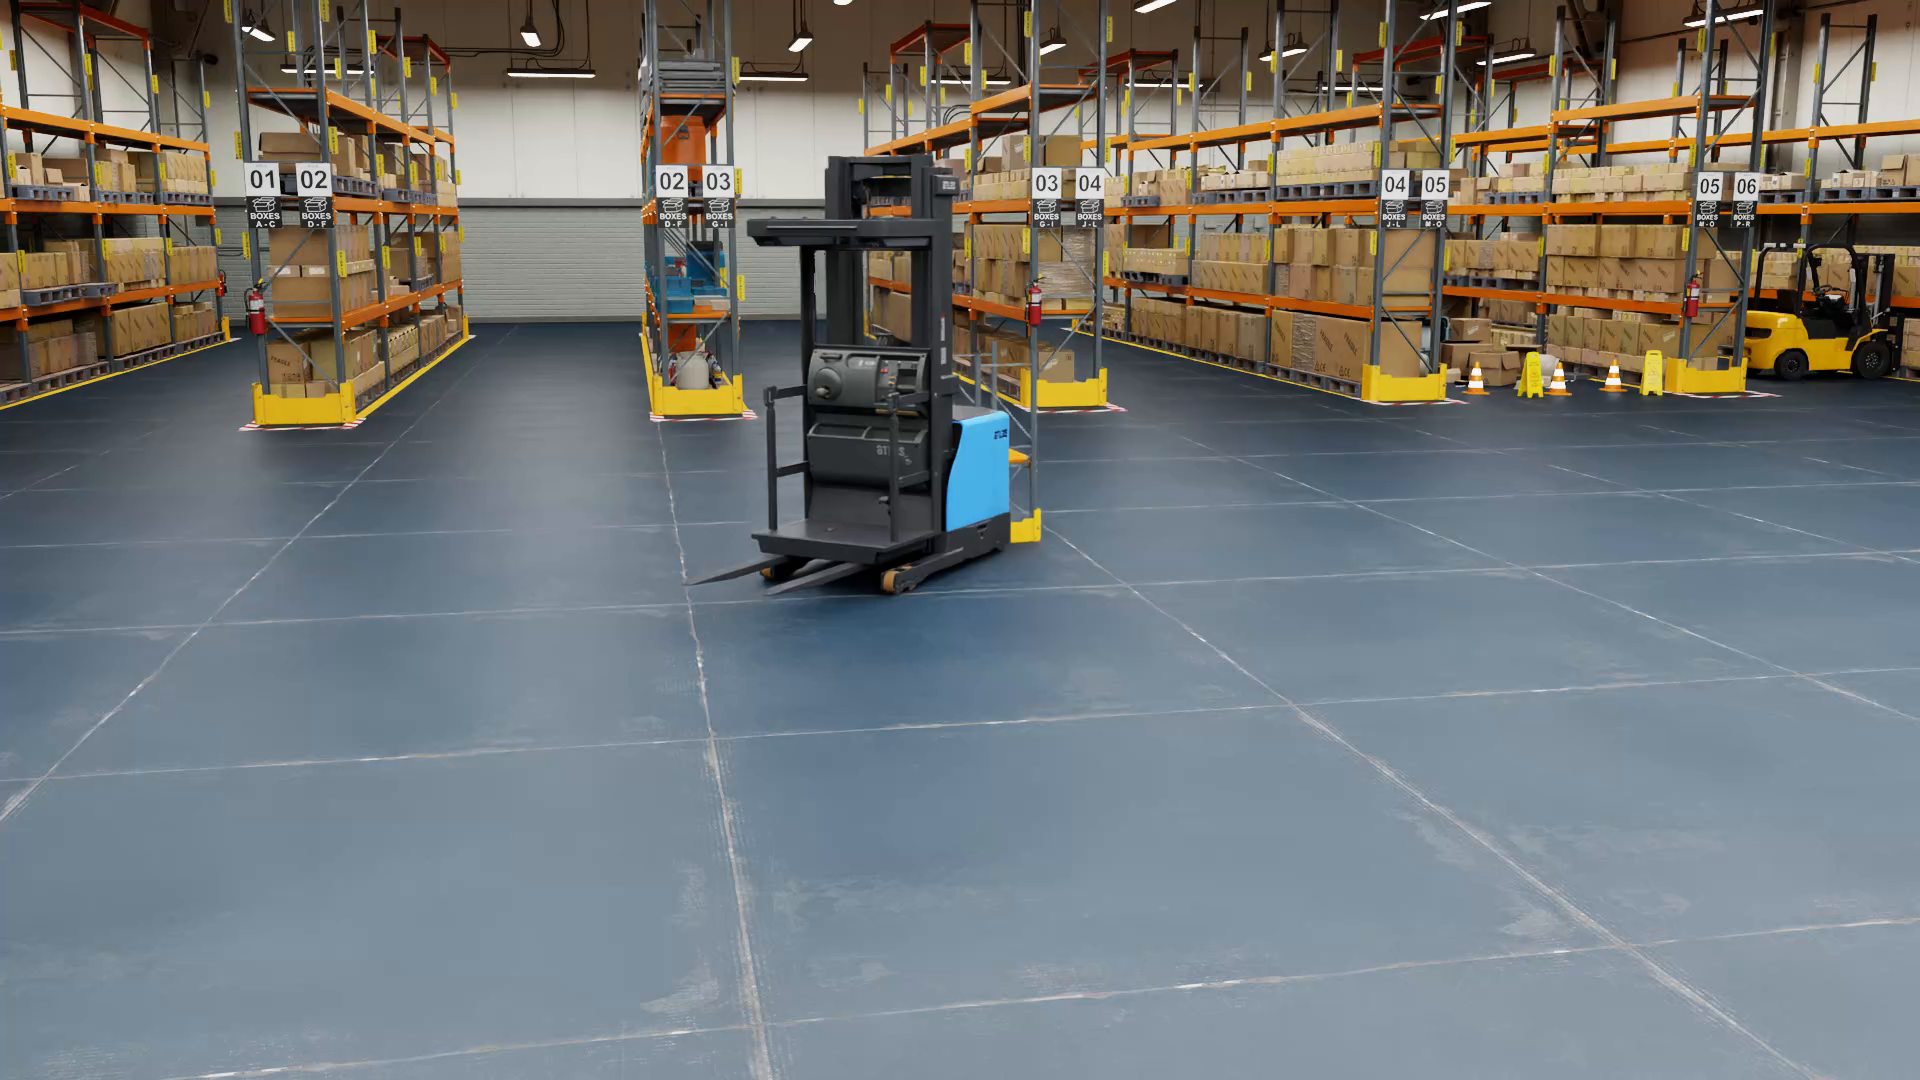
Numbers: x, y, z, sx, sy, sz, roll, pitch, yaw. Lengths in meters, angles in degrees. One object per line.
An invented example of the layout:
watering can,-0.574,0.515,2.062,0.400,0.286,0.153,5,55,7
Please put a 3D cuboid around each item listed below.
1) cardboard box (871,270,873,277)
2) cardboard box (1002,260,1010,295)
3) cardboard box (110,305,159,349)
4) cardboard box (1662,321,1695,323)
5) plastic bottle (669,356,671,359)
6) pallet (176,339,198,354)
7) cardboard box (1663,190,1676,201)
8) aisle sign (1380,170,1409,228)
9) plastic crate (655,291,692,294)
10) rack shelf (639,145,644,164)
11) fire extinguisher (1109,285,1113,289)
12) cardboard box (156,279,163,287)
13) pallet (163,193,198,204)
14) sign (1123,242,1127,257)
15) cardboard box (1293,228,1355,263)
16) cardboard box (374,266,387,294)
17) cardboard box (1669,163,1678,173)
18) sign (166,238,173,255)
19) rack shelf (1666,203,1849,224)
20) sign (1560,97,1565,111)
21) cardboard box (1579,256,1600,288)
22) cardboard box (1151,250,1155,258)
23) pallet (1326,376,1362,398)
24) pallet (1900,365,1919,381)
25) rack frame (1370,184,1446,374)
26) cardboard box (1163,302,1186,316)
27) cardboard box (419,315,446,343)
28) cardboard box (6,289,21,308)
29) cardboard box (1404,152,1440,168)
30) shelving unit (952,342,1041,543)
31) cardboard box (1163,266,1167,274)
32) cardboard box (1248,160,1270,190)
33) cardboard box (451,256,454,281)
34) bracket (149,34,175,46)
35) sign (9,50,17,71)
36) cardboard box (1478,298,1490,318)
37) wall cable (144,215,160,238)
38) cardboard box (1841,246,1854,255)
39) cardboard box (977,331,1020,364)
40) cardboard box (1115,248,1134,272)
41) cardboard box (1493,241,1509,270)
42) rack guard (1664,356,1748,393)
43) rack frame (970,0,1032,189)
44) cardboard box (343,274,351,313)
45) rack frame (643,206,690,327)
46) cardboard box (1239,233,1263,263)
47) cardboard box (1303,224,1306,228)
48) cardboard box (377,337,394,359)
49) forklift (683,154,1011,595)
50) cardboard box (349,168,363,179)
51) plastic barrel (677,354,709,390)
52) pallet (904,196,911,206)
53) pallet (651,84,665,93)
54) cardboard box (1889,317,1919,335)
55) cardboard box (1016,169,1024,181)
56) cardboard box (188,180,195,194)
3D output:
cardboard box,-1.768,-5.920,36.951,0.380,0.149,0.250,-2,11,-12
cardboard box,1.095,-3.806,24.106,0.875,0.500,0.500,-2,11,-11
cardboard box,-15.035,-3.861,30.088,0.750,0.750,0.750,-2,11,-9
cardboard box,11.169,-3.170,26.056,0.500,0.500,0.500,-3,11,-13
plastic bottle,-4.365,-2.635,25.104,0.061,0.283,0.133,-2,11,-11
pallet,-15.536,-3.761,32.392,1.003,0.211,1.213,-2,11,-11
cardboard box,10.742,-5.138,24.820,0.380,0.149,0.250,-2,11,-11
aisle sign,6.050,-4.743,23.141,0.394,0.787,0.004,-2,11,-11
plastic crate,-3.925,-3.275,22.779,0.499,0.251,0.408,-2,11,-11
rack shelf,-6.136,-8.113,34.747,1.077,0.370,4.000,-2,11,-11
fire extinguisher,3.622,-6.266,39.300,0.296,0.674,0.183,-2,11,-11
cardboard box,-15.049,-4.778,30.895,0.380,0.149,0.250,-2,11,-10
pallet,-15.848,-6.792,33.075,1.003,0.211,1.213,-2,11,-11
sign,3.465,-6.095,34.881,0.100,0.325,0.005,-2,11,-11
cardboard box,5.811,-4.662,26.379,0.875,0.550,0.550,-2,11,-11
cardboard box,-9.384,-4.081,26.349,0.500,0.500,0.500,-2,11,-11
cardboard box,10.798,-5.530,24.747,0.380,0.149,0.250,-2,11,-10
sign,-14.935,-5.540,31.396,0.100,0.325,0.005,-2,11,-11
rack shelf,14.867,-6.090,31.073,1.077,0.370,4.000,-2,11,-11
sign,13.164,-9.499,36.326,0.100,0.325,0.005,-2,11,-11
cardboard box,10.405,-4.343,26.927,0.500,0.500,0.500,-2,11,-11
cardboard box,3.980,-5.643,32.778,0.380,0.149,0.250,-2,11,-8
pallet,6.098,-2.264,24.526,1.003,0.211,1.213,-2,11,-11
pallet,15.844,-2.639,26.494,1.003,0.211,1.213,-2,11,-11
rack frame,6.330,-3.490,23.510,1.000,3.000,0.127,-2,11,-11
cardboard box,4.275,-4.512,32.436,0.500,0.250,0.500,-2,11,-10
cardboard box,-10.230,-4.077,32.105,0.500,0.500,0.500,-2,11,-11
cardboard box,-13.520,-3.382,23.288,0.500,0.250,0.500,-2,11,-11
cardboard box,6.488,-5.389,23.681,0.500,0.250,0.500,-2,11,-11
shelving unit,0.208,-0.812,13.449,0.587,1.500,1.083,-3,11,-16
cardboard box,4.130,-5.207,32.078,0.380,0.149,0.250,-2,11,-10
cardboard box,5.387,-6.427,29.259,0.500,0.500,0.500,-2,11,-11
cardboard box,-10.737,-5.601,34.332,0.500,0.500,0.500,-2,11,-12
bracket,-16.683,-10.362,33.946,0.076,0.066,4.783,-2,11,-11
sign,-15.231,-7.718,26.756,0.100,0.325,0.005,-2,11,-11
cardboard box,12.948,-5.668,40.509,0.797,0.503,0.637,-3,11,-13
wall cable,-17.420,-6.422,36.196,0.084,1.984,1.851,-2,11,-11
cardboard box,15.174,-4.906,28.151,0.380,0.149,0.250,-2,11,-10
cardboard box,0.569,-3.163,27.302,0.700,0.500,0.500,-3,11,-15
cardboard box,3.625,-5.964,35.448,0.500,0.500,0.500,-2,11,-11
cardboard box,9.881,-5.086,29.708,0.500,0.500,0.500,-2,11,-9
rack guard,11.151,-2.474,24.860,1.175,0.500,0.348,-2,11,-11
rack frame,0.667,-7.009,25.953,1.000,3.000,0.127,-2,11,-11
cardboard box,-8.549,-3.291,22.198,0.700,0.500,0.500,-2,11,-11
rack frame,-6.525,-6.082,37.131,1.000,3.000,0.127,-2,11,-11
cardboard box,5.250,-5.042,28.721,0.700,0.500,0.500,-2,11,-11
cardboard box,8.089,-7.168,38.159,0.380,0.149,0.250,-2,11,-10
cardboard box,-8.887,-2.918,25.236,0.500,0.311,0.500,-2,11,-11
forklift,-0.752,-1.164,11.474,1.130,2.935,3.031,6,12,28
cardboard box,-8.548,-5.116,23.205,0.380,0.149,0.250,-2,11,-11
plastic barrel,-3.616,-2.250,22.526,0.421,0.512,0.421,0,11,0
pallet,-0.508,-6.497,31.793,1.003,0.211,1.213,-2,11,-8
pallet,-3.763,-6.165,23.095,1.003,0.211,1.213,-2,11,-11
cardboard box,15.426,-3.475,26.989,0.500,0.250,0.500,-2,11,-10
cardboard box,0.989,-5.062,23.080,0.380,0.149,0.250,-3,11,-13
cardboard box,-15.632,-7.062,33.266,0.500,0.250,0.500,-2,11,-13
